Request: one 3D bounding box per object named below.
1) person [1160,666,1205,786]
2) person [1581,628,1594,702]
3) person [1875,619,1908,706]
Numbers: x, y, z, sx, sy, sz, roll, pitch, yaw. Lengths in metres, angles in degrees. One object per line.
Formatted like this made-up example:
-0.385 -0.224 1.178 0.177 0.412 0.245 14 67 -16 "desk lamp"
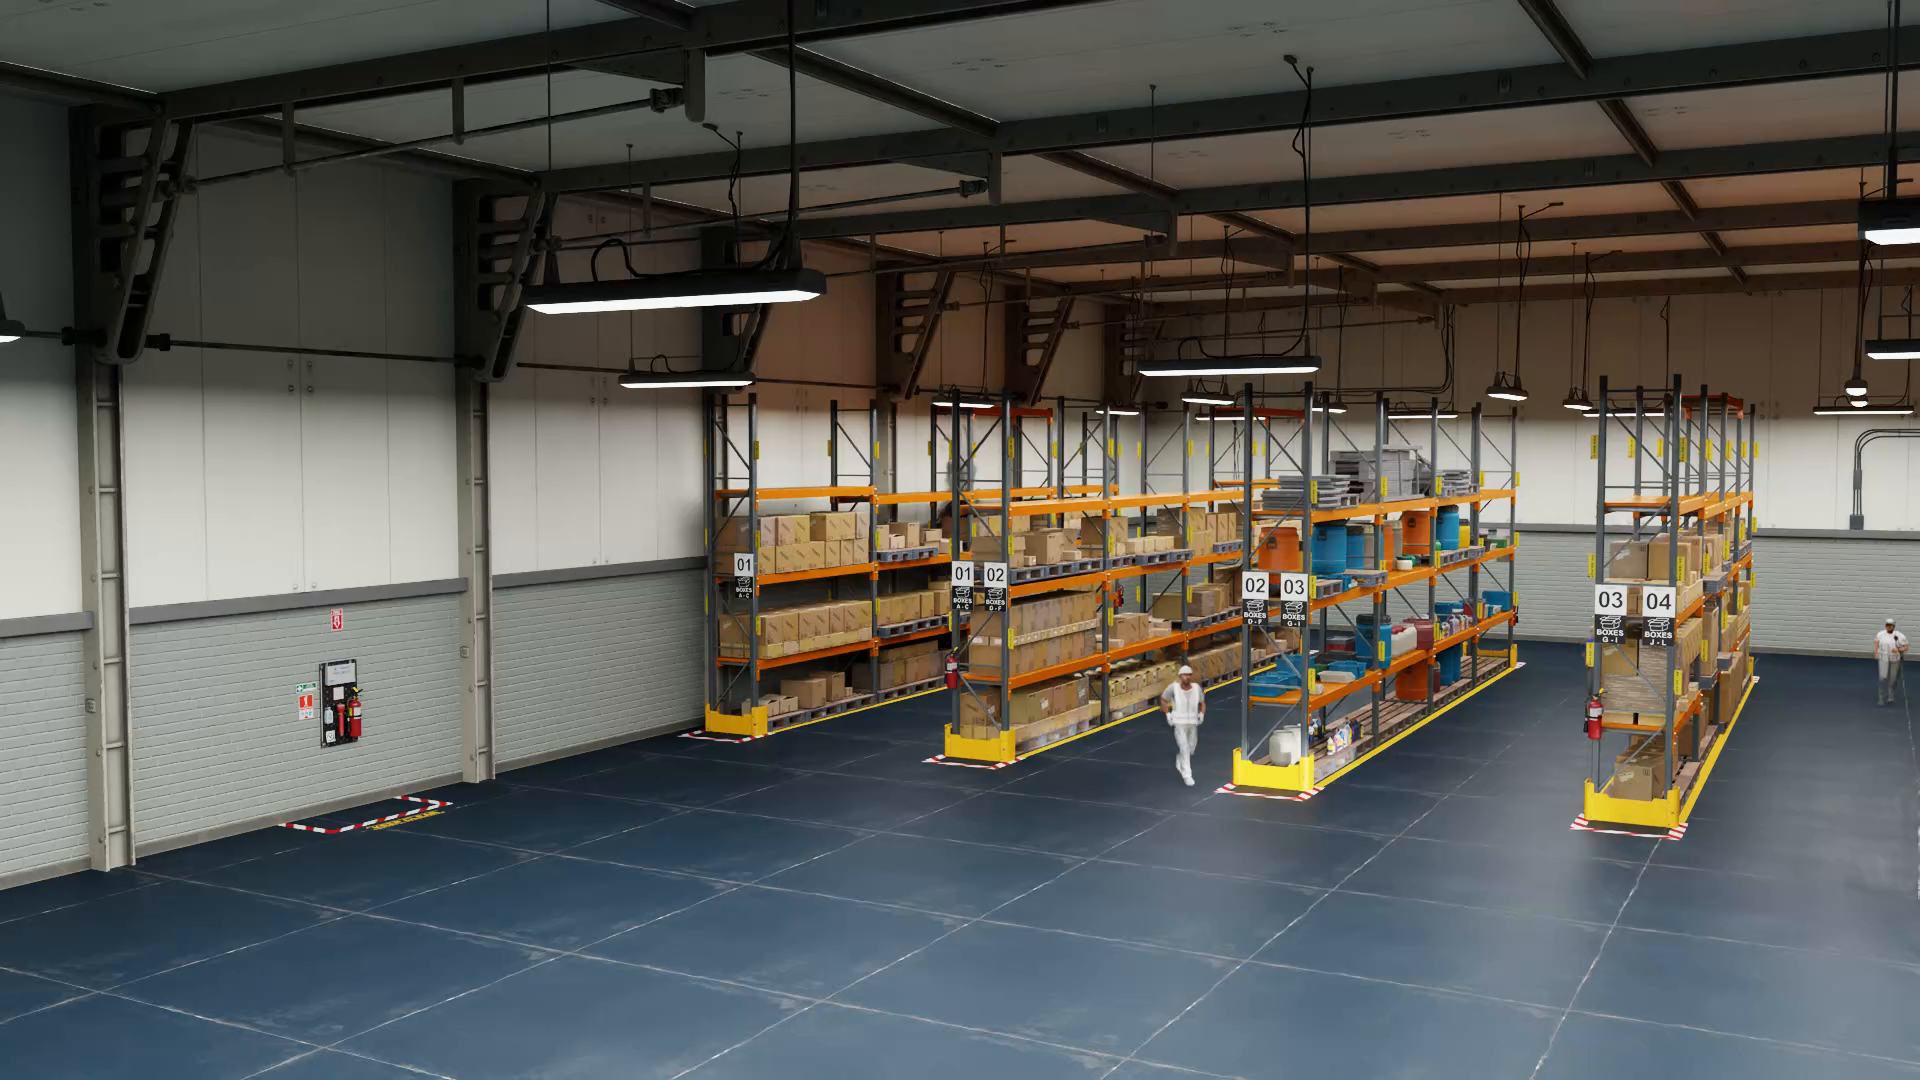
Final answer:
3.383 2.771 25.182 0.663 1.770 0.875 -1 3 -13 "person"
12.210 2.479 31.976 0.570 1.605 0.553 2 4 36 "person"
18.352 2.412 32.777 0.592 1.733 0.751 2 4 32 "person"
